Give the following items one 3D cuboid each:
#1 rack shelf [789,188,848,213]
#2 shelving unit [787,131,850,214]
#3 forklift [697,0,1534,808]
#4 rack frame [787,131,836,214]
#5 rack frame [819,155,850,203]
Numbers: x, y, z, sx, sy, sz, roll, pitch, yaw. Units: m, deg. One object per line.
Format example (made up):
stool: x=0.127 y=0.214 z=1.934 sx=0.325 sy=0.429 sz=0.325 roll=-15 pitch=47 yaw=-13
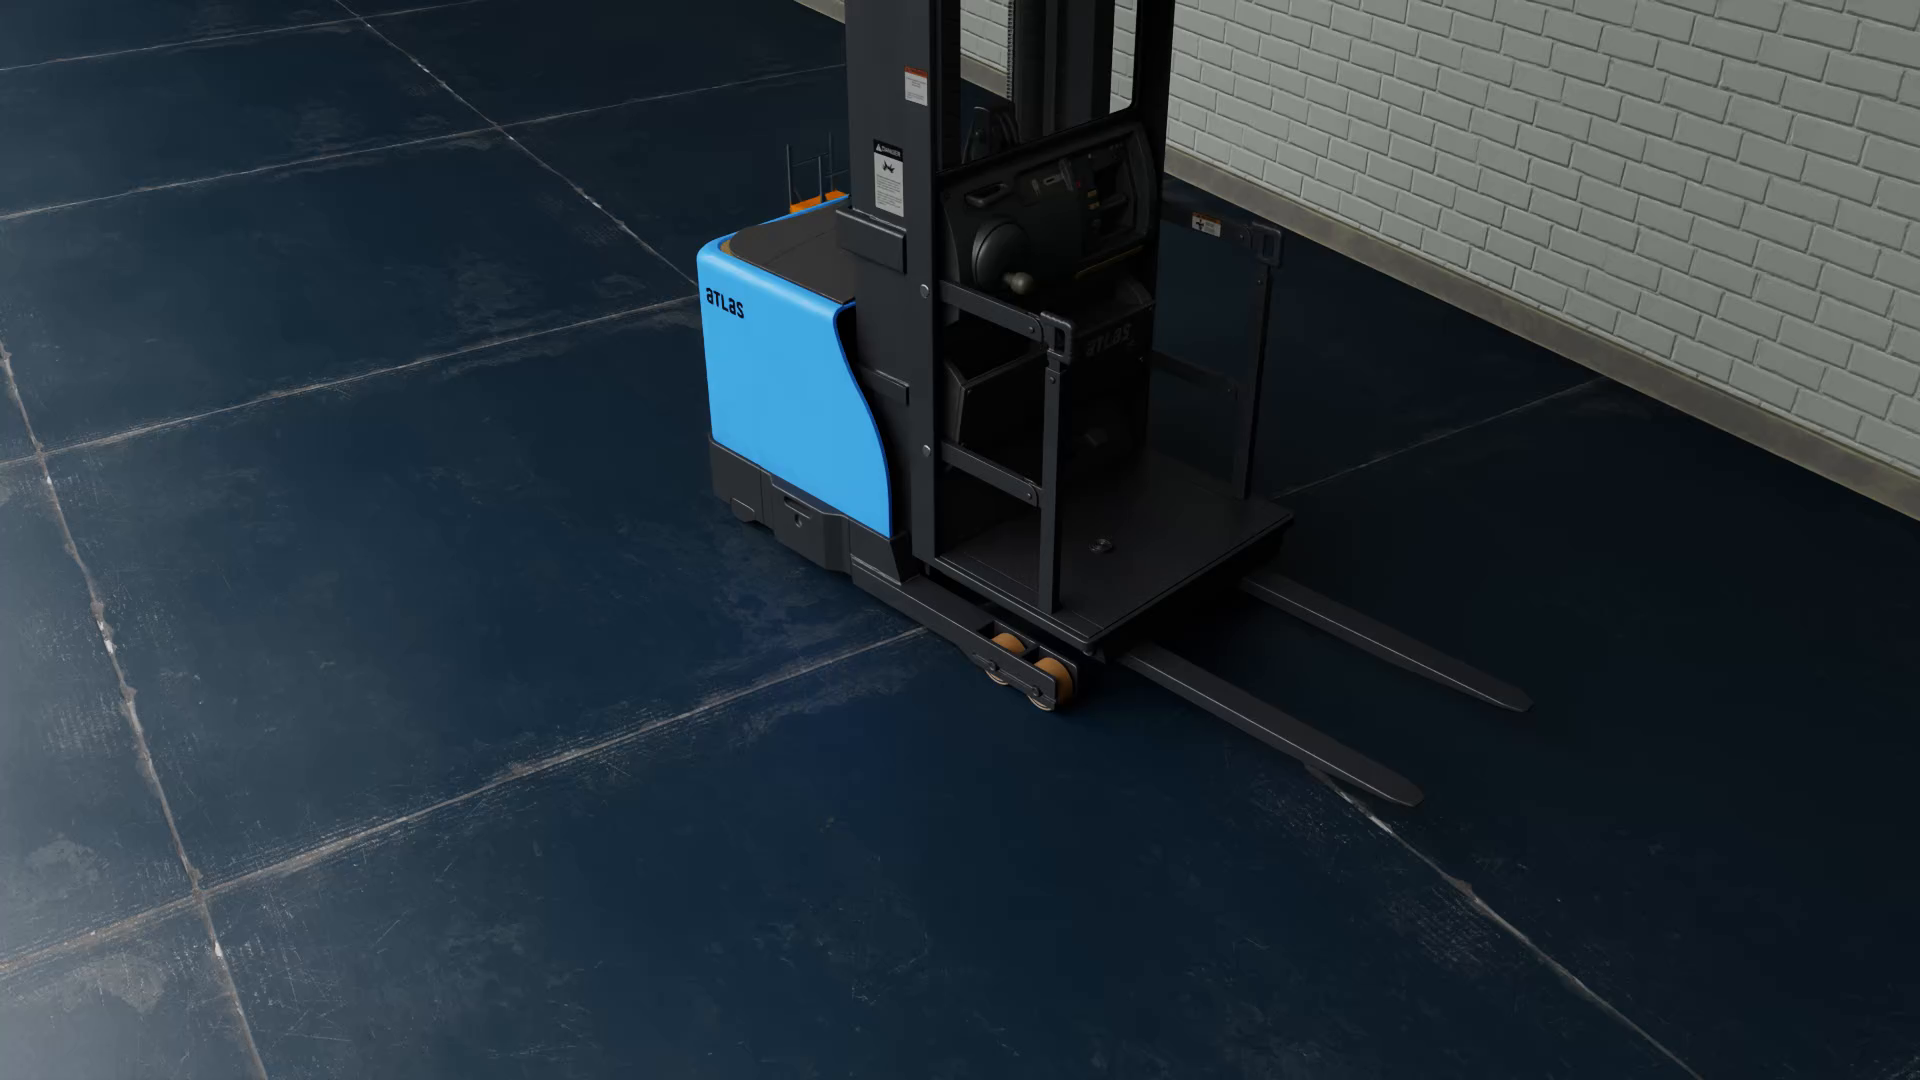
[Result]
rack shelf: x=-0.517 y=-1.290 z=6.577 sx=0.180 sy=0.103 sz=0.258 roll=27 pitch=41 yaw=36
shelving unit: x=-0.519 y=-1.022 z=6.744 sx=0.189 sy=1.200 sz=0.258 roll=27 pitch=41 yaw=36
forklift: x=0.441 y=-1.003 z=5.092 sx=1.130 sy=2.935 sz=3.031 roll=-28 pitch=42 yaw=-37
rack frame: x=-0.585 y=-1.056 z=6.797 sx=0.006 sy=1.200 sz=0.240 roll=27 pitch=41 yaw=36
rack frame: x=-0.453 y=-0.988 z=6.690 sx=0.006 sy=1.200 sz=0.240 roll=27 pitch=41 yaw=36
